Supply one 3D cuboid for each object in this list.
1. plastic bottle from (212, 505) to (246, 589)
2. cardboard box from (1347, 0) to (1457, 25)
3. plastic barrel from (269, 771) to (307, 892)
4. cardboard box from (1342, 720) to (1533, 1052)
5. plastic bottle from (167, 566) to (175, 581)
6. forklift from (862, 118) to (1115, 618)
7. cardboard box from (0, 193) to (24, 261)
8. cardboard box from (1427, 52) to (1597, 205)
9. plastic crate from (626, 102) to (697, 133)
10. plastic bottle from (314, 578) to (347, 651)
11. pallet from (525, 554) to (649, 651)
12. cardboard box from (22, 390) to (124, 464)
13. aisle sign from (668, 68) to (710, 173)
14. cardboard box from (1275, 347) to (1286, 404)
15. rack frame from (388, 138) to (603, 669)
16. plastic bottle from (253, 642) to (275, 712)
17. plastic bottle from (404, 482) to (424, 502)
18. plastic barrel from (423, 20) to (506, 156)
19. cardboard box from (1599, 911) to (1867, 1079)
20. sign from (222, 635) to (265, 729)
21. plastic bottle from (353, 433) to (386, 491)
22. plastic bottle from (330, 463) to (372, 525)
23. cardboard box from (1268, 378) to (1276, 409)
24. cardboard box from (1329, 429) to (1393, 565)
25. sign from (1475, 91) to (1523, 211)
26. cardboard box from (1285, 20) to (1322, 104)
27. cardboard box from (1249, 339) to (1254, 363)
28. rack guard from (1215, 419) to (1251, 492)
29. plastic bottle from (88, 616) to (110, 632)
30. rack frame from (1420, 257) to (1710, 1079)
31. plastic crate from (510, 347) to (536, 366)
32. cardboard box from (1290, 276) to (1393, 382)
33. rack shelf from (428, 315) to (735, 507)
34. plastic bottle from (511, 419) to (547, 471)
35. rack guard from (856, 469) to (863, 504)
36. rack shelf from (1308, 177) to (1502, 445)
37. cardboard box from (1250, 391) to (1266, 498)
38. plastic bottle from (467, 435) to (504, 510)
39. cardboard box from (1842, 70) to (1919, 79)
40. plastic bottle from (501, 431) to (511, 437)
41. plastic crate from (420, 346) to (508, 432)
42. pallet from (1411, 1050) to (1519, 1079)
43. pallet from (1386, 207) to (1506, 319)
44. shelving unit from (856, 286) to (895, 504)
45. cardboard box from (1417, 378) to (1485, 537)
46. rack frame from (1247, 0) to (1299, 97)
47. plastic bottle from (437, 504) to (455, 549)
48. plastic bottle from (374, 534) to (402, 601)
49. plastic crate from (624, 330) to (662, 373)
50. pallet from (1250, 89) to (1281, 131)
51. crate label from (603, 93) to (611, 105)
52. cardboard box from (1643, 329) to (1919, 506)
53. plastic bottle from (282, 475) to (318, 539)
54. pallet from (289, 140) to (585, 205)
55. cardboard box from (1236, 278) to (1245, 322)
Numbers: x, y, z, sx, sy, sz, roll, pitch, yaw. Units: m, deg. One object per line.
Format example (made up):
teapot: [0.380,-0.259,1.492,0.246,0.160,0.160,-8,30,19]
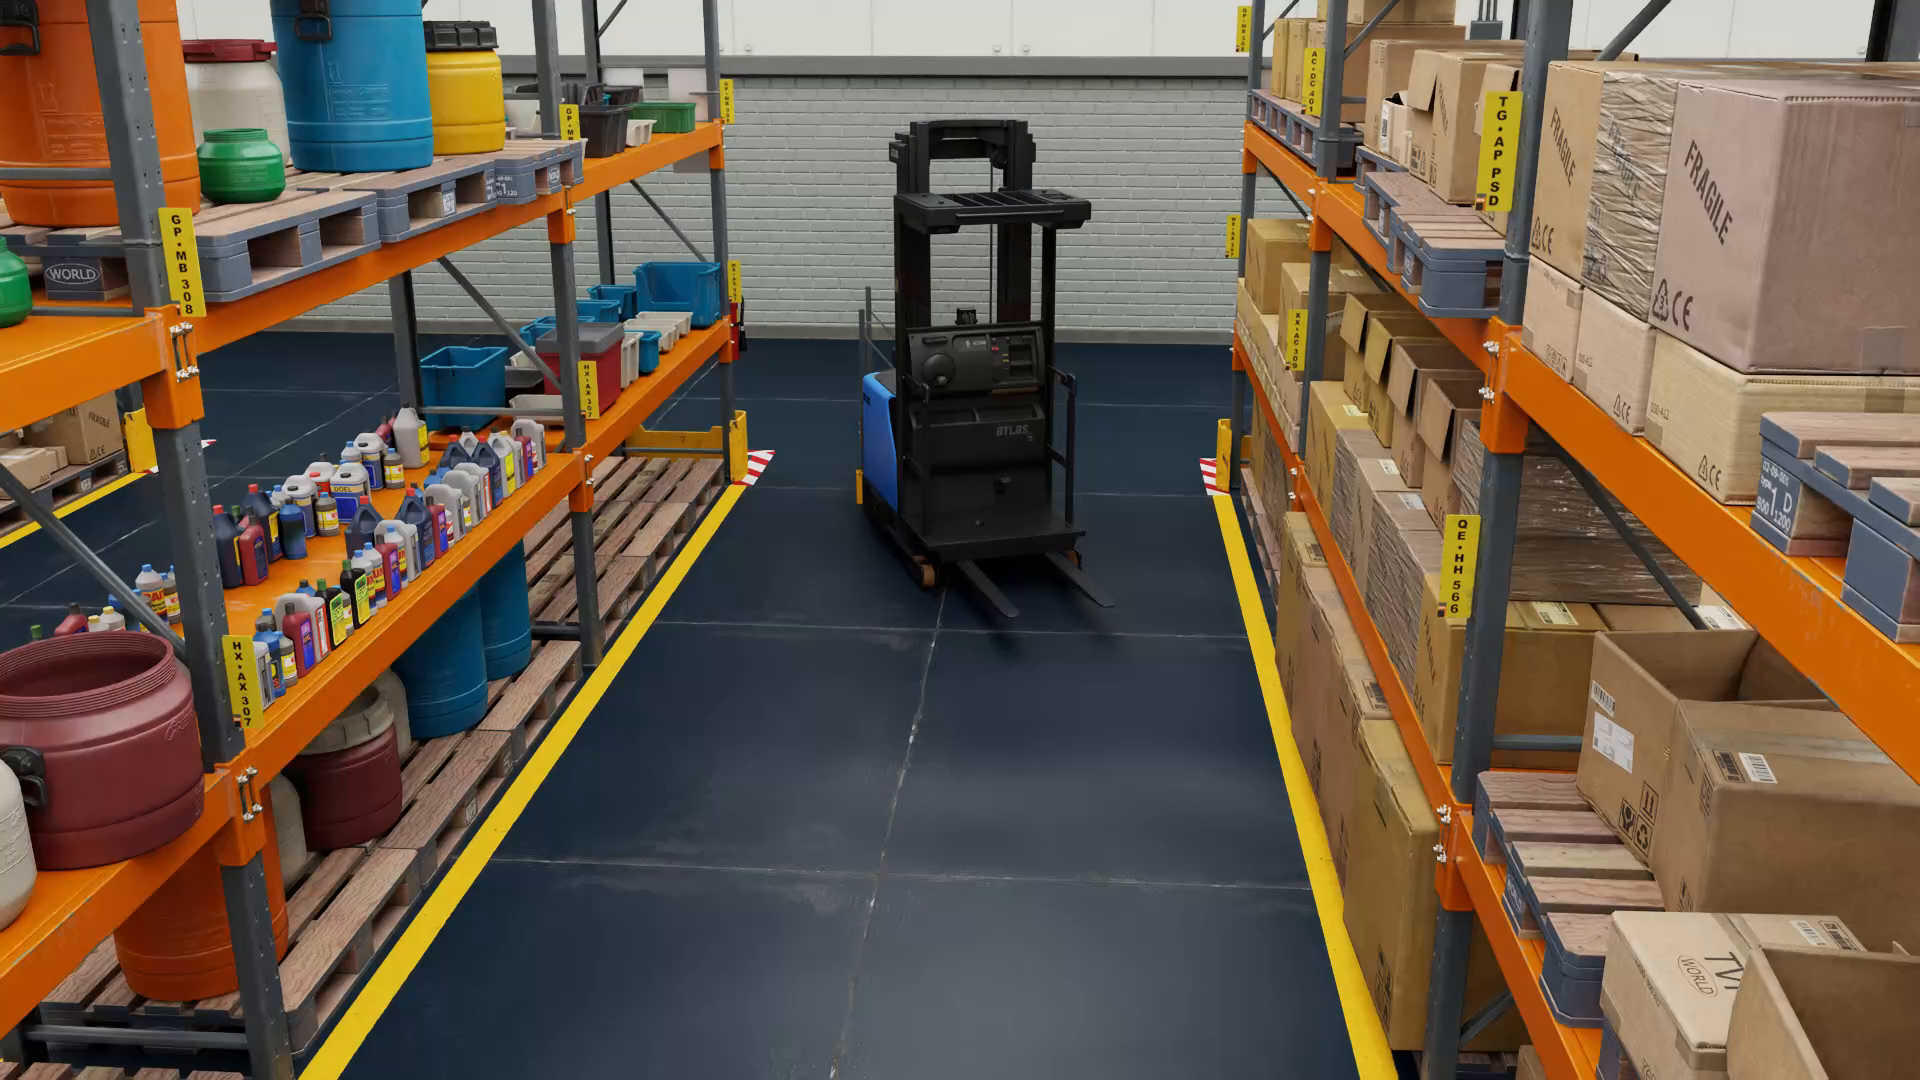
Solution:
plastic bottle: [-3.149,0.017,7.133,0.144,0.351,0.185,1,18,4]
cardboard box: [2.413,-2.968,9.146,0.500,0.250,0.500,0,18,0]
plastic barrel: [-2.918,1.185,6.810,0.421,0.512,0.421,0,18,0]
cardboard box: [2.123,1.239,6.063,1.225,0.875,0.875,0,18,1]
plastic bottle: [-3.199,0.203,6.806,0.097,0.201,0.097,0,18,0]
forklift: [0.178,-1.207,10.900,1.130,2.935,3.031,-5,19,-16]
cardboard box: [-7.048,-2.286,12.315,0.500,0.500,0.500,2,18,5]
cardboard box: [1.999,-1.491,6.004,0.500,0.500,0.500,2,18,7]
plastic crate: [-2.100,-2.965,11.676,0.450,0.188,0.336,1,18,4]
plastic bottle: [-2.446,0.276,6.451,0.061,0.283,0.133,1,18,4]
pallet: [-2.587,0.386,10.407,1.003,0.211,1.213,1,18,4]
cardboard box: [-7.048,-0.911,13.194,0.500,0.500,0.500,1,18,4]
aisle sign: [-2.017,-3.204,12.708,0.394,0.787,0.004,1,18,4]
cardboard box: [2.144,-0.973,9.840,0.500,0.250,0.500,2,18,6]
rack frame: [-2.601,-0.710,9.273,1.000,3.000,0.127,1,18,4]
plastic bottle: [-2.534,0.464,5.889,0.152,0.276,0.135,1,18,4]
plastic bottle: [-2.521,-0.133,7.717,0.097,0.271,0.097,0,18,0]
plastic barrel: [-2.464,-2.137,7.832,0.600,0.588,0.600,0,18,0]
cardboard box: [1.703,1.030,3.529,0.500,0.250,0.500,1,18,2]
sign: [-2.338,0.465,5.426,0.100,0.325,0.005,1,18,4]
plastic bottle: [-3.040,-0.402,8.533,0.152,0.276,0.135,1,18,4]
plastic bottle: [-2.929,-0.225,7.992,0.152,0.276,0.135,1,18,4]
cardboard box: [2.108,-0.902,10.262,0.380,0.149,0.250,2,18,5]
cardboard box: [1.986,-0.198,7.550,0.500,0.500,0.500,1,18,3]
sign: [1.500,-1.081,4.630,0.100,0.325,0.005,1,18,4]
cardboard box: [2.493,-3.066,10.648,0.700,0.500,0.500,0,18,0]
cardboard box: [2.200,-1.300,11.478,0.380,0.149,0.250,1,18,3]
rack guard: [2.628,-0.662,13.139,1.175,0.500,0.348,1,18,4]
plastic bottle: [-3.241,0.384,6.252,0.097,0.201,0.097,0,18,0]
rack frame: [2.053,0.643,5.144,1.000,3.000,0.127,1,18,4]
plastic crate: [-2.776,-1.161,10.976,0.293,0.136,0.466,1,18,4]
cardboard box: [2.106,-1.175,9.250,0.500,0.500,0.500,2,18,5]
rack shelf: [-2.458,-0.989,11.281,1.077,0.370,4.000,1,18,4]
plastic bottle: [-2.307,-0.522,8.897,0.152,0.276,0.135,1,18,4]
rack guard: [-0.501,-0.410,12.772,0.587,0.250,0.087,0,18,0]
rack shelf: [2.196,-1.062,6.685,1.077,0.370,4.000,1,18,4]
cardboard box: [2.660,-0.831,12.380,0.875,0.875,0.875,1,18,4]
plastic bottle: [-2.354,-0.337,8.212,0.144,0.351,0.185,1,18,4]
cardboard box: [2.242,-0.755,3.628,0.500,0.500,0.500,1,18,4]
plastic bottle: [-2.432,-0.483,8.899,0.097,0.201,0.097,0,18,0]
plastic crate: [-2.908,-0.884,9.732,0.392,0.384,0.575,1,18,4]
pallet: [2.184,1.725,6.321,1.003,0.211,1.213,1,18,4]
pallet: [2.046,-0.894,5.321,1.213,0.211,1.003,2,18,6]
shelving unit: [-0.503,-1.159,13.051,0.587,1.500,1.083,0,18,0]
cardboard box: [2.171,-0.311,6.282,0.797,0.503,0.637,2,18,5]
rack frame: [2.626,-4.693,11.793,1.000,3.000,0.127,1,18,4]
plastic bottle: [-2.376,-0.066,7.625,0.097,0.201,0.097,0,18,0]
plastic bottle: [-2.406,0.103,6.980,0.061,0.283,0.133,1,18,4]
plastic crate: [-2.206,-1.258,11.117,0.416,0.233,0.300,1,18,4]
pallet: [2.583,-2.995,11.570,1.003,0.211,1.213,1,18,4]
crate label: [-2.703,-3.028,11.768,0.408,0.251,0.502,1,18,4]
cardboard box: [1.701,-0.252,3.298,0.500,0.250,0.500,2,18,5]
plastic bottle: [-3.097,-0.156,7.782,0.152,0.276,0.135,1,18,4]
pallet: [-2.560,-1.800,8.086,1.213,0.211,1.003,1,18,4]
cardboard box: [2.322,-1.769,12.268,0.500,0.250,0.500,1,18,2]
